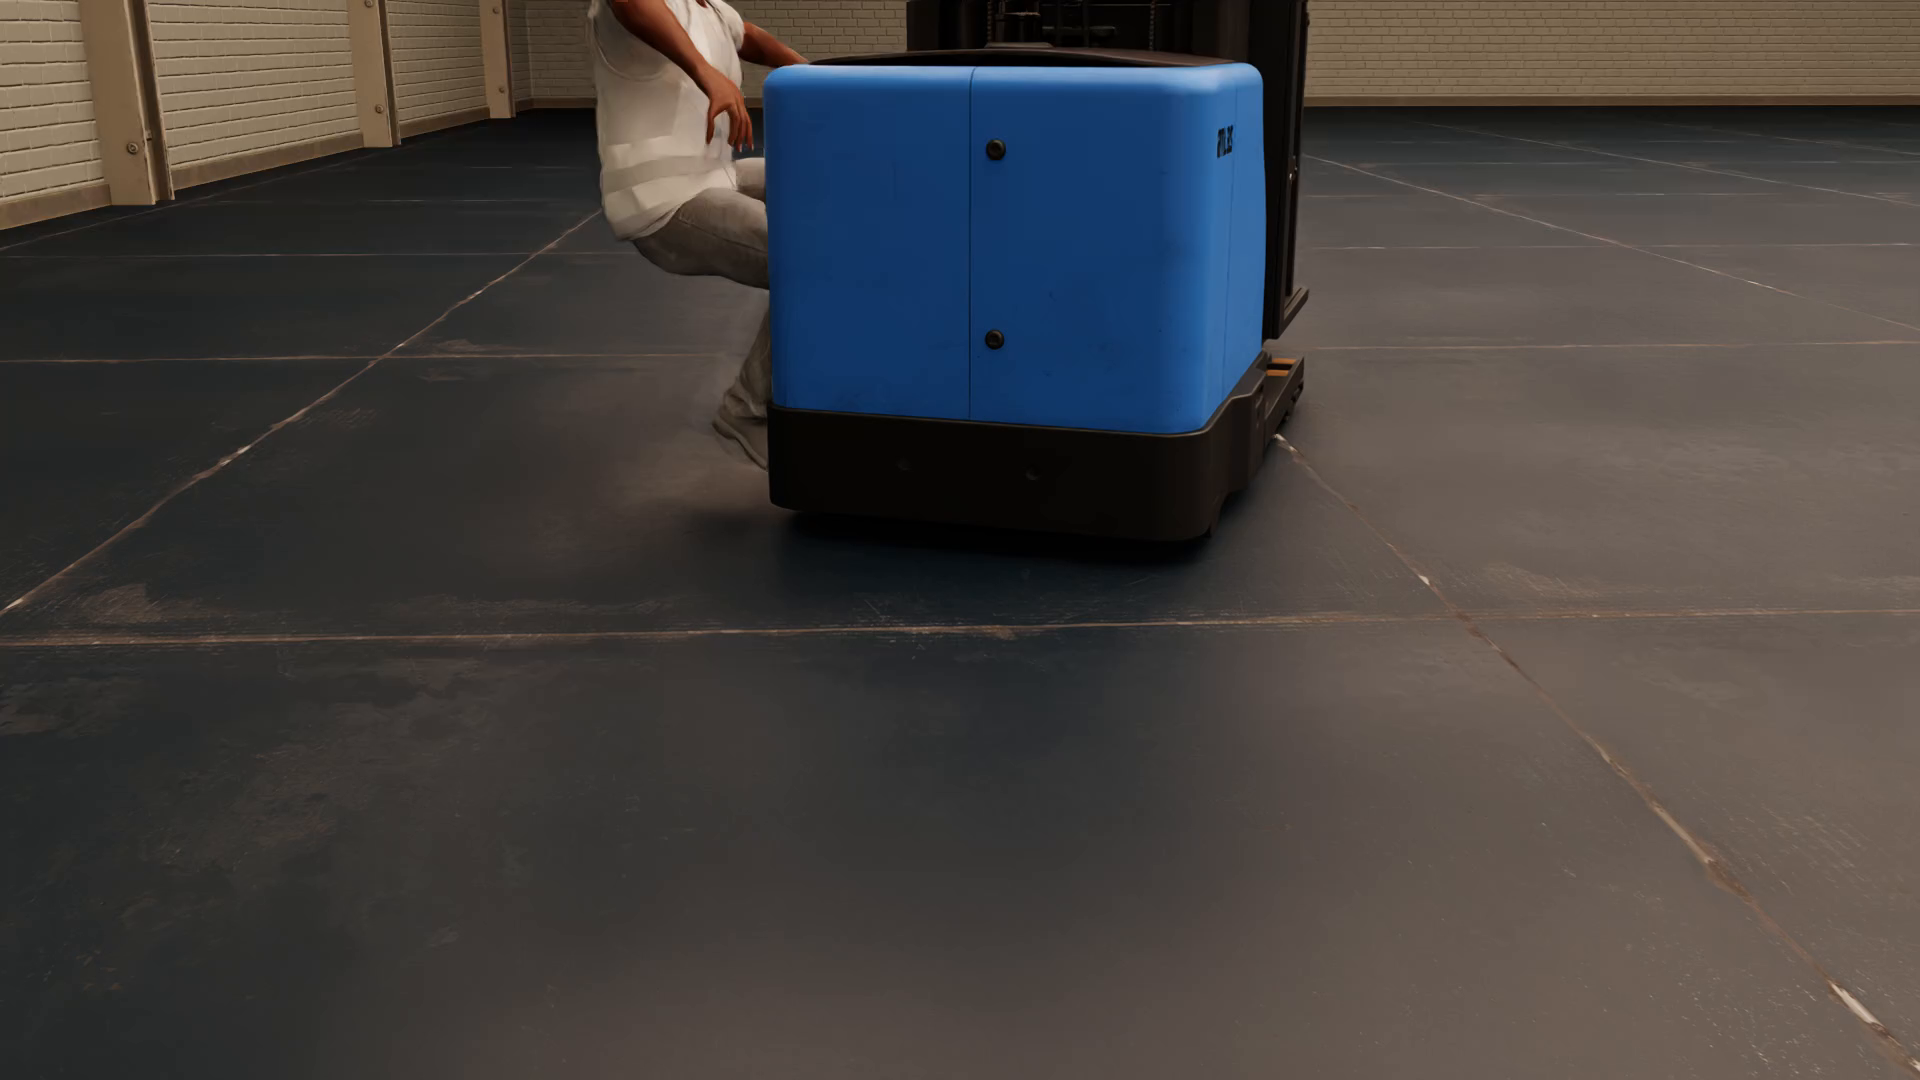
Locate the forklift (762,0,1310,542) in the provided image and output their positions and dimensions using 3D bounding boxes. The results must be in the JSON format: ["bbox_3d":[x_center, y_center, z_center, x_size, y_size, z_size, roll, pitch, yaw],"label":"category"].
[{"bbox_3d":[0.466,-1.789,4.756,1.130,2.935,3.031,5,18,16],"label":"forklift"}]

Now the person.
[{"bbox_3d":[-0.464,-0.918,4.144,0.842,1.500,1.186,1,17,4],"label":"person"}]
